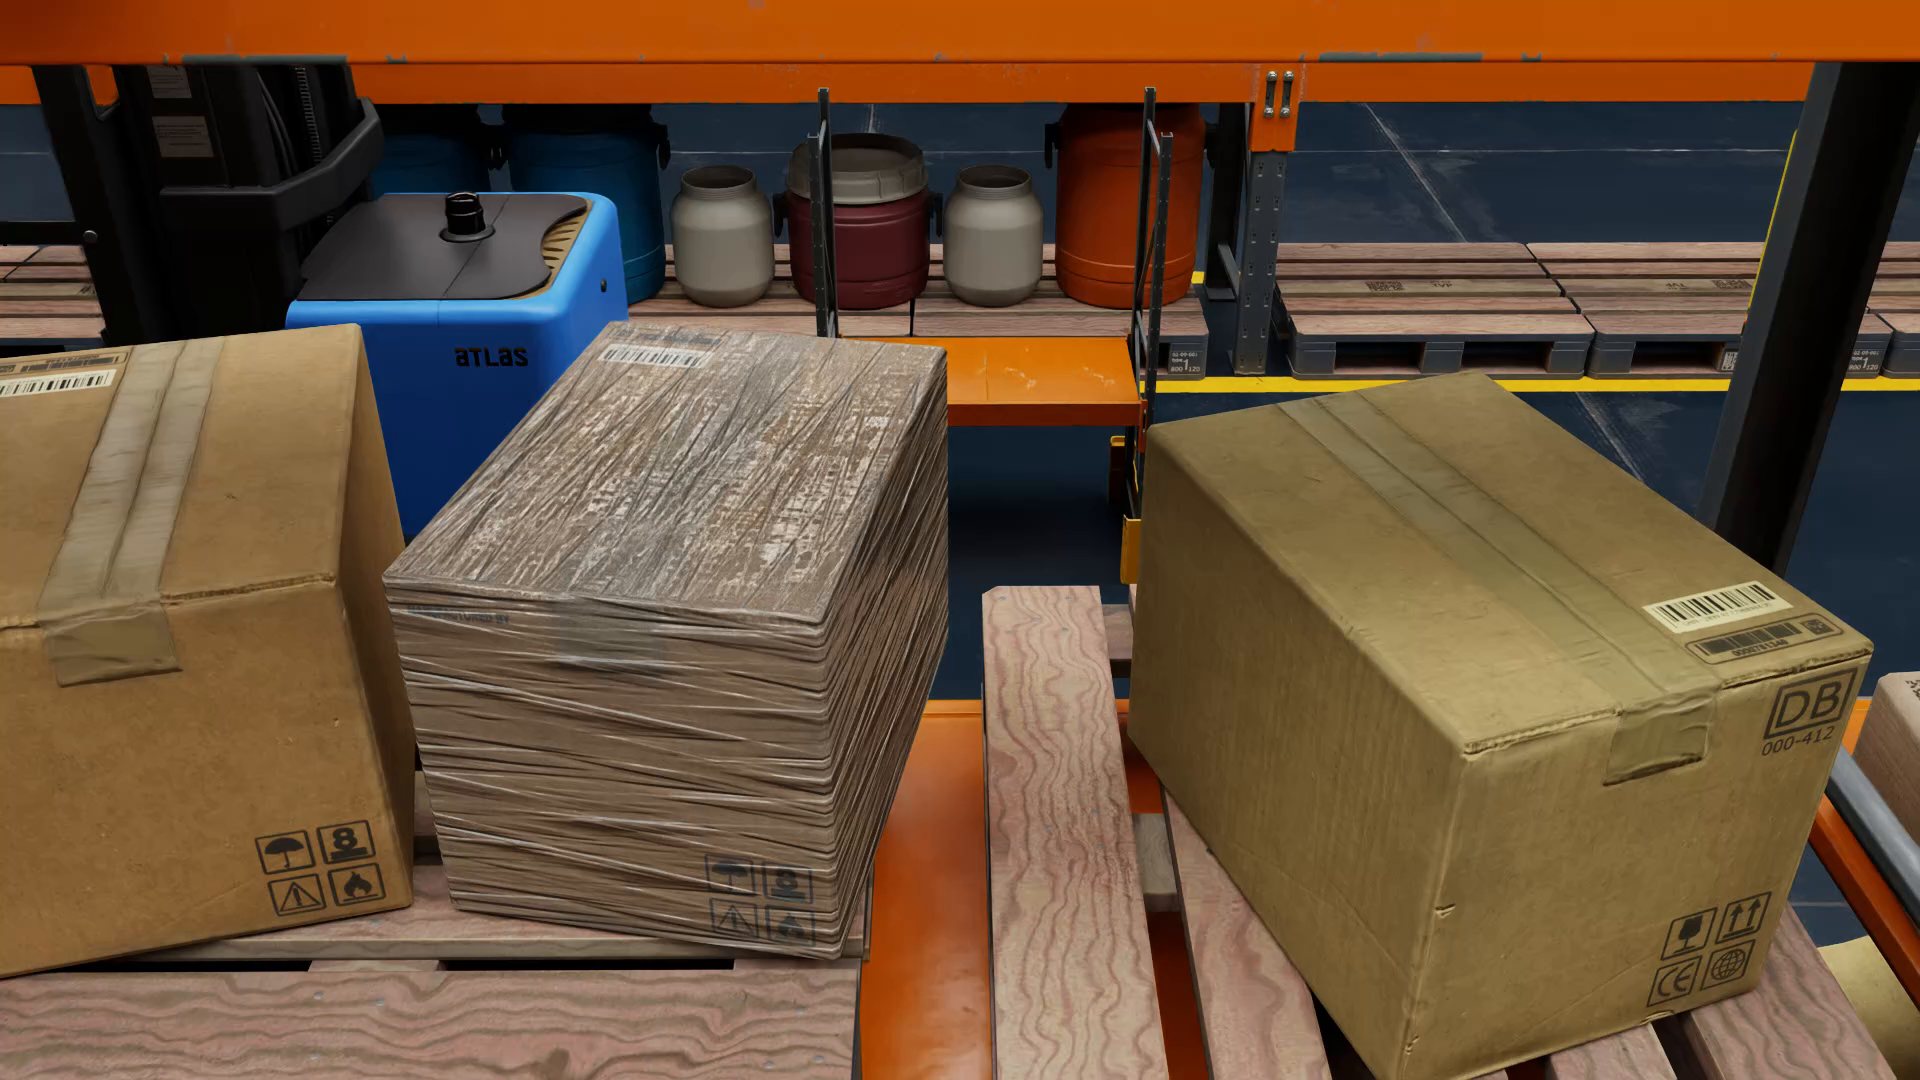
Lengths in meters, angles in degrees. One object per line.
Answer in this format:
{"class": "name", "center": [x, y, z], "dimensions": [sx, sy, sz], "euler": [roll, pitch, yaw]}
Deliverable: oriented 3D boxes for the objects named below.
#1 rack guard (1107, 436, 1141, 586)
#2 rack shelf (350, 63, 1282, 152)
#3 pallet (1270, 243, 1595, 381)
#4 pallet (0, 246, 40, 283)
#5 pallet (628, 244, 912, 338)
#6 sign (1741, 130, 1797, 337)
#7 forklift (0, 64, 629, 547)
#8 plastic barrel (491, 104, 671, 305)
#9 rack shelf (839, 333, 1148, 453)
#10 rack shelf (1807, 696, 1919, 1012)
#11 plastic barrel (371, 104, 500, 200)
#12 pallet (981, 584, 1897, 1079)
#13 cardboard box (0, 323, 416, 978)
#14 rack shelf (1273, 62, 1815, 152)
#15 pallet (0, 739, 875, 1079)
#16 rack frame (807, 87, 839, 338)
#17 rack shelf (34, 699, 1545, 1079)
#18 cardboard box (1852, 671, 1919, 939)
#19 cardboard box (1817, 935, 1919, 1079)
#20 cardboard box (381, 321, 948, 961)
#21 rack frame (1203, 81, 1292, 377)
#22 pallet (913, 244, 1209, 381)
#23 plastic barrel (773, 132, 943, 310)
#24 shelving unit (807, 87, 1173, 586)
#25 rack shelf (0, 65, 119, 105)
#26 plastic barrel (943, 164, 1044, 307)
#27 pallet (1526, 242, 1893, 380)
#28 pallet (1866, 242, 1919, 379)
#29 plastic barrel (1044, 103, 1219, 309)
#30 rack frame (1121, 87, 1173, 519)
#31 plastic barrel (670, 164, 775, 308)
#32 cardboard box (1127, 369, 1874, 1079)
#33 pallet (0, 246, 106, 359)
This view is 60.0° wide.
{"class": "rack guard", "center": [0.574, -0.109, 5.688], "dimensions": [0.087, 0.250, 0.587], "euler": [0, 31, 0]}
{"class": "rack shelf", "center": [-0.808, -1.902, 6.687], "dimensions": [4.000, 0.370, 1.077], "euler": [0, 31, 0]}
{"class": "pallet", "center": [1.967, -1.006, 7.204], "dimensions": [1.213, 0.211, 1.003], "euler": [0, 31, 0]}
{"class": "pallet", "center": [-4.766, -0.983, 7.167], "dimensions": [1.213, 0.211, 1.003], "euler": [0, 31, 0]}
{"class": "pallet", "center": [-0.813, -0.997, 7.190], "dimensions": [1.213, 0.211, 1.003], "euler": [0, 31, 0]}
{"class": "sign", "center": [1.212, -0.429, 2.450], "dimensions": [0.005, 0.325, 0.100], "euler": [0, 31, 0]}
{"class": "forklift", "center": [-2.655, -1.263, 5.005], "dimensions": [3.031, 2.935, 1.130], "euler": [0, 31, 0]}
{"class": "plastic barrel", "center": [-1.556, -1.481, 6.917], "dimensions": [0.708, 0.901, 0.600], "euler": [0, 31, 0]}
{"class": "rack shelf", "center": [0.085, -0.488, 5.455], "dimensions": [1.000, 0.185, 0.538], "euler": [0, 31, 0]}
{"class": "rack shelf", "center": [3.218, 0.655, 2.472], "dimensions": [4.000, 0.370, 1.077], "euler": [0, 31, 0]}
{"class": "plastic barrel", "center": [-2.264, -1.479, 6.913], "dimensions": [0.708, 0.901, 0.600], "euler": [0, 31, 0]}
{"class": "pallet", "center": [0.541, 0.474, 2.262], "dimensions": [1.003, 0.211, 1.213], "euler": [0, 31, 0]}
{"class": "cardboard box", "center": [-1.015, 0.106, 2.182], "dimensions": [0.500, 0.500, 0.700], "euler": [-8, 32, -13]}
{"class": "rack shelf", "center": [3.192, -1.915, 6.707], "dimensions": [4.000, 0.370, 1.077], "euler": [0, 31, 0]}
{"class": "pallet", "center": [-0.726, 0.444, 2.311], "dimensions": [1.213, 0.211, 1.003], "euler": [0, 31, 0]}
{"class": "rack frame", "center": [-0.423, -0.640, 5.359], "dimensions": [0.032, 1.500, 0.500], "euler": [0, 31, 0]}
{"class": "rack shelf", "center": [-0.782, 0.667, 2.452], "dimensions": [4.000, 0.370, 1.077], "euler": [0, 31, 0]}
{"class": "cardboard box", "center": [1.582, 0.413, 2.263], "dimensions": [0.500, 0.311, 0.500], "euler": [2, 31, 3]}
{"class": "cardboard box", "center": [1.741, 0.980, 2.948], "dimensions": [0.500, 0.311, 0.500], "euler": [1, 31, 1]}
{"class": "cardboard box", "center": [-0.327, 0.096, 2.200], "dimensions": [0.500, 0.500, 0.700], "euler": [6, 32, 9]}
{"class": "rack frame", "center": [1.192, -2.216, 6.510], "dimensions": [0.127, 3.000, 1.000], "euler": [0, 31, 0]}
{"class": "pallet", "center": [0.404, -1.000, 7.194], "dimensions": [1.213, 0.211, 1.003], "euler": [0, 31, 0]}
{"class": "plastic barrel", "center": [-0.426, -1.350, 7.004], "dimensions": [0.708, 0.588, 0.600], "euler": [0, 31, 0]}
{"class": "shelving unit", "center": [0.076, -0.641, 5.361], "dimensions": [1.083, 1.500, 0.587], "euler": [0, 31, 0]}
{"class": "rack shelf", "center": [-4.808, -1.889, 6.666], "dimensions": [4.000, 0.370, 1.077], "euler": [0, 31, 0]}
{"class": "plastic barrel", "center": [0.139, -1.273, 6.950], "dimensions": [0.421, 0.512, 0.421], "euler": [0, 31, 0]}
{"class": "pallet", "center": [3.184, -1.008, 7.208], "dimensions": [1.213, 0.211, 1.003], "euler": [0, 31, 0]}
{"class": "pallet", "center": [4.407, -1.014, 7.217], "dimensions": [1.213, 0.211, 1.003], "euler": [0, 31, 0]}
{"class": "plastic barrel", "center": [0.703, -1.457, 6.947], "dimensions": [0.708, 0.830, 0.600], "euler": [0, 31, 0]}
{"class": "rack frame", "center": [0.594, -0.643, 5.364], "dimensions": [0.032, 1.500, 0.500], "euler": [0, 31, 0]}
{"class": "plastic barrel", "center": [-0.990, -1.270, 6.944], "dimensions": [0.421, 0.512, 0.421], "euler": [0, 31, 0]}
{"class": "cardboard box", "center": [0.589, 0.192, 2.041], "dimensions": [0.500, 0.500, 0.700], "euler": [-11, 33, -17]}
{"class": "pallet", "center": [-3.543, -0.989, 7.176], "dimensions": [1.213, 0.211, 1.003], "euler": [0, 31, 0]}
